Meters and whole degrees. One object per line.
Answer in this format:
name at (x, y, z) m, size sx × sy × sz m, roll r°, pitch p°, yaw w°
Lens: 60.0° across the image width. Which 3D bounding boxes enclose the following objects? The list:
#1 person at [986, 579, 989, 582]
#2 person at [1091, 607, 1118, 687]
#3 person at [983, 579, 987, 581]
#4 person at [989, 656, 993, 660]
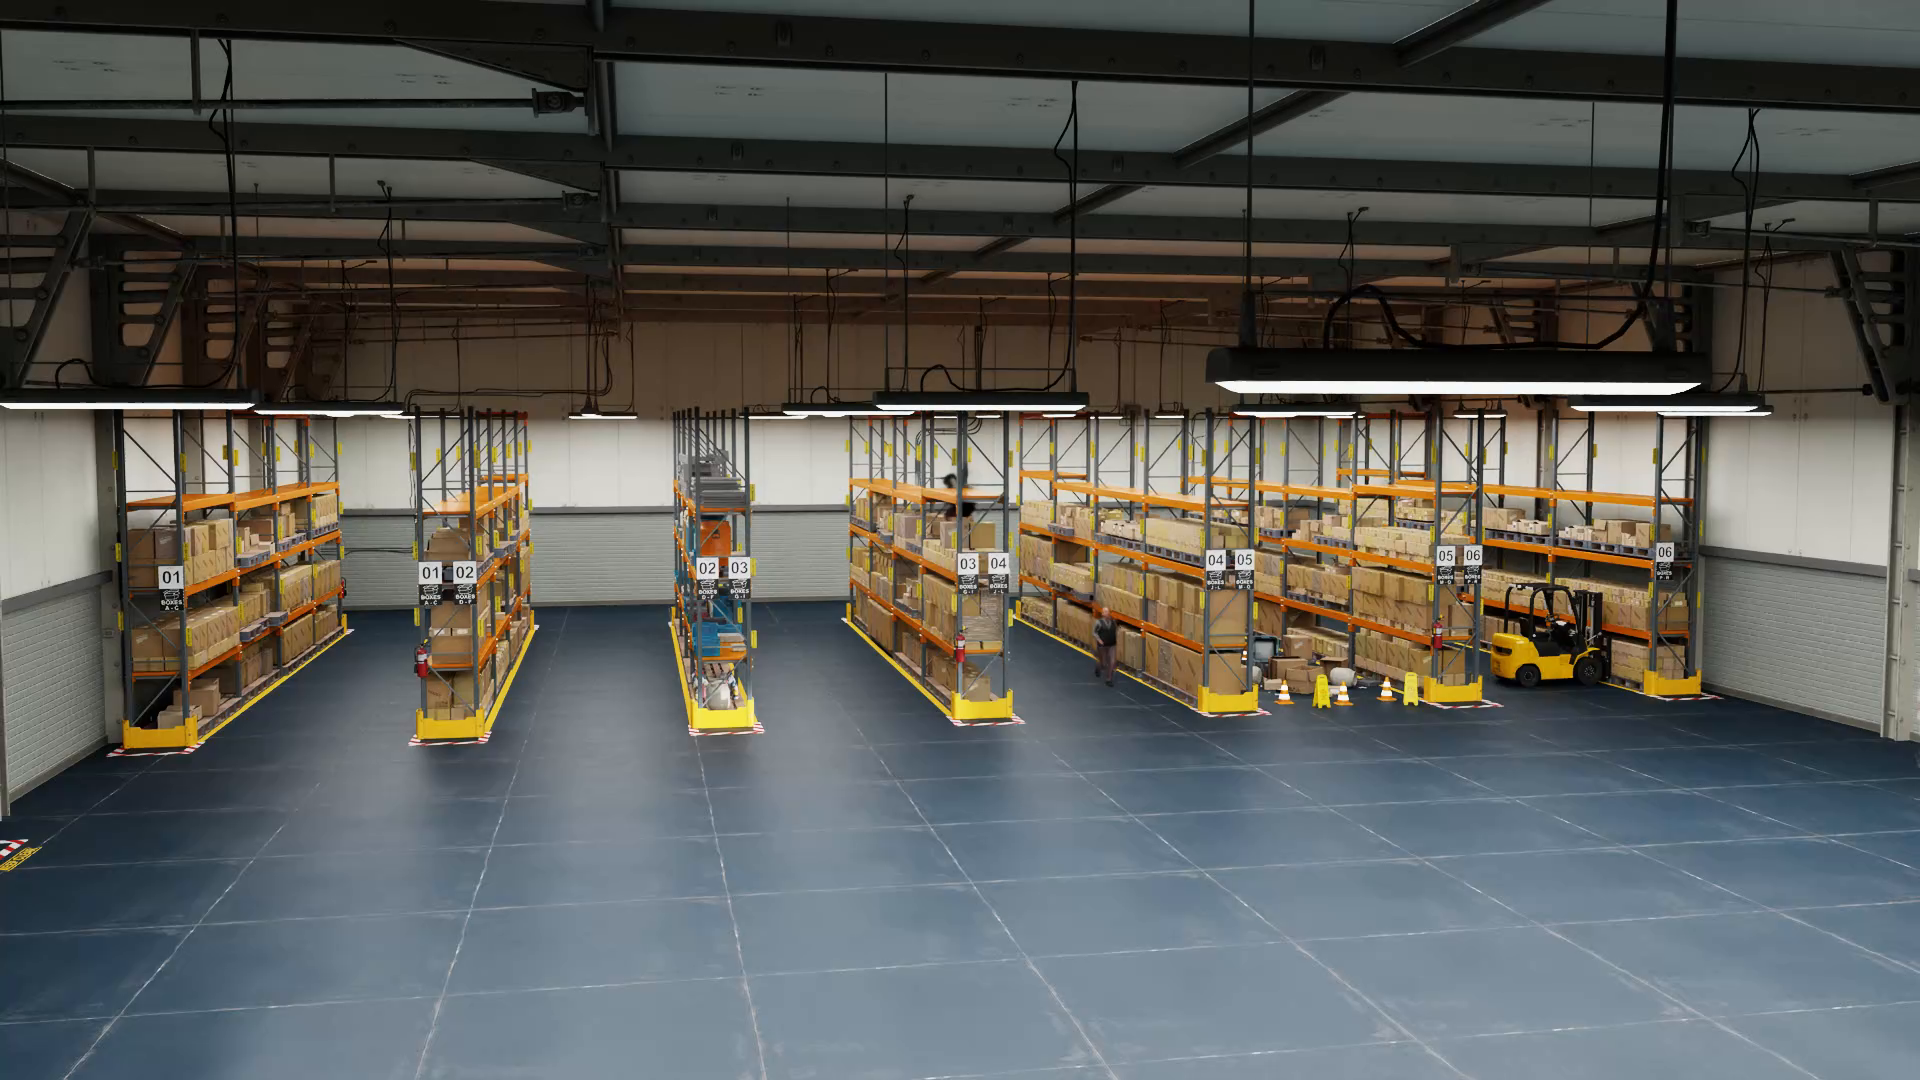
person at (1.020, 1.639, 45.460) m, size 0.648 × 1.704 × 0.750 m, roll -1°, pitch 4°, yaw -17°
person at (3.177, 2.316, 36.206) m, size 0.661 × 1.708 × 0.792 m, roll -1°, pitch 4°, yaw -16°
person at (0.715, 1.566, 47.199) m, size 0.625 × 1.608 × 0.534 m, roll -1°, pitch 4°, yaw -18°
person at (0.751, 2.007, 40.385) m, size 0.547 × 1.756 × 0.777 m, roll -1°, pitch 4°, yaw -20°
